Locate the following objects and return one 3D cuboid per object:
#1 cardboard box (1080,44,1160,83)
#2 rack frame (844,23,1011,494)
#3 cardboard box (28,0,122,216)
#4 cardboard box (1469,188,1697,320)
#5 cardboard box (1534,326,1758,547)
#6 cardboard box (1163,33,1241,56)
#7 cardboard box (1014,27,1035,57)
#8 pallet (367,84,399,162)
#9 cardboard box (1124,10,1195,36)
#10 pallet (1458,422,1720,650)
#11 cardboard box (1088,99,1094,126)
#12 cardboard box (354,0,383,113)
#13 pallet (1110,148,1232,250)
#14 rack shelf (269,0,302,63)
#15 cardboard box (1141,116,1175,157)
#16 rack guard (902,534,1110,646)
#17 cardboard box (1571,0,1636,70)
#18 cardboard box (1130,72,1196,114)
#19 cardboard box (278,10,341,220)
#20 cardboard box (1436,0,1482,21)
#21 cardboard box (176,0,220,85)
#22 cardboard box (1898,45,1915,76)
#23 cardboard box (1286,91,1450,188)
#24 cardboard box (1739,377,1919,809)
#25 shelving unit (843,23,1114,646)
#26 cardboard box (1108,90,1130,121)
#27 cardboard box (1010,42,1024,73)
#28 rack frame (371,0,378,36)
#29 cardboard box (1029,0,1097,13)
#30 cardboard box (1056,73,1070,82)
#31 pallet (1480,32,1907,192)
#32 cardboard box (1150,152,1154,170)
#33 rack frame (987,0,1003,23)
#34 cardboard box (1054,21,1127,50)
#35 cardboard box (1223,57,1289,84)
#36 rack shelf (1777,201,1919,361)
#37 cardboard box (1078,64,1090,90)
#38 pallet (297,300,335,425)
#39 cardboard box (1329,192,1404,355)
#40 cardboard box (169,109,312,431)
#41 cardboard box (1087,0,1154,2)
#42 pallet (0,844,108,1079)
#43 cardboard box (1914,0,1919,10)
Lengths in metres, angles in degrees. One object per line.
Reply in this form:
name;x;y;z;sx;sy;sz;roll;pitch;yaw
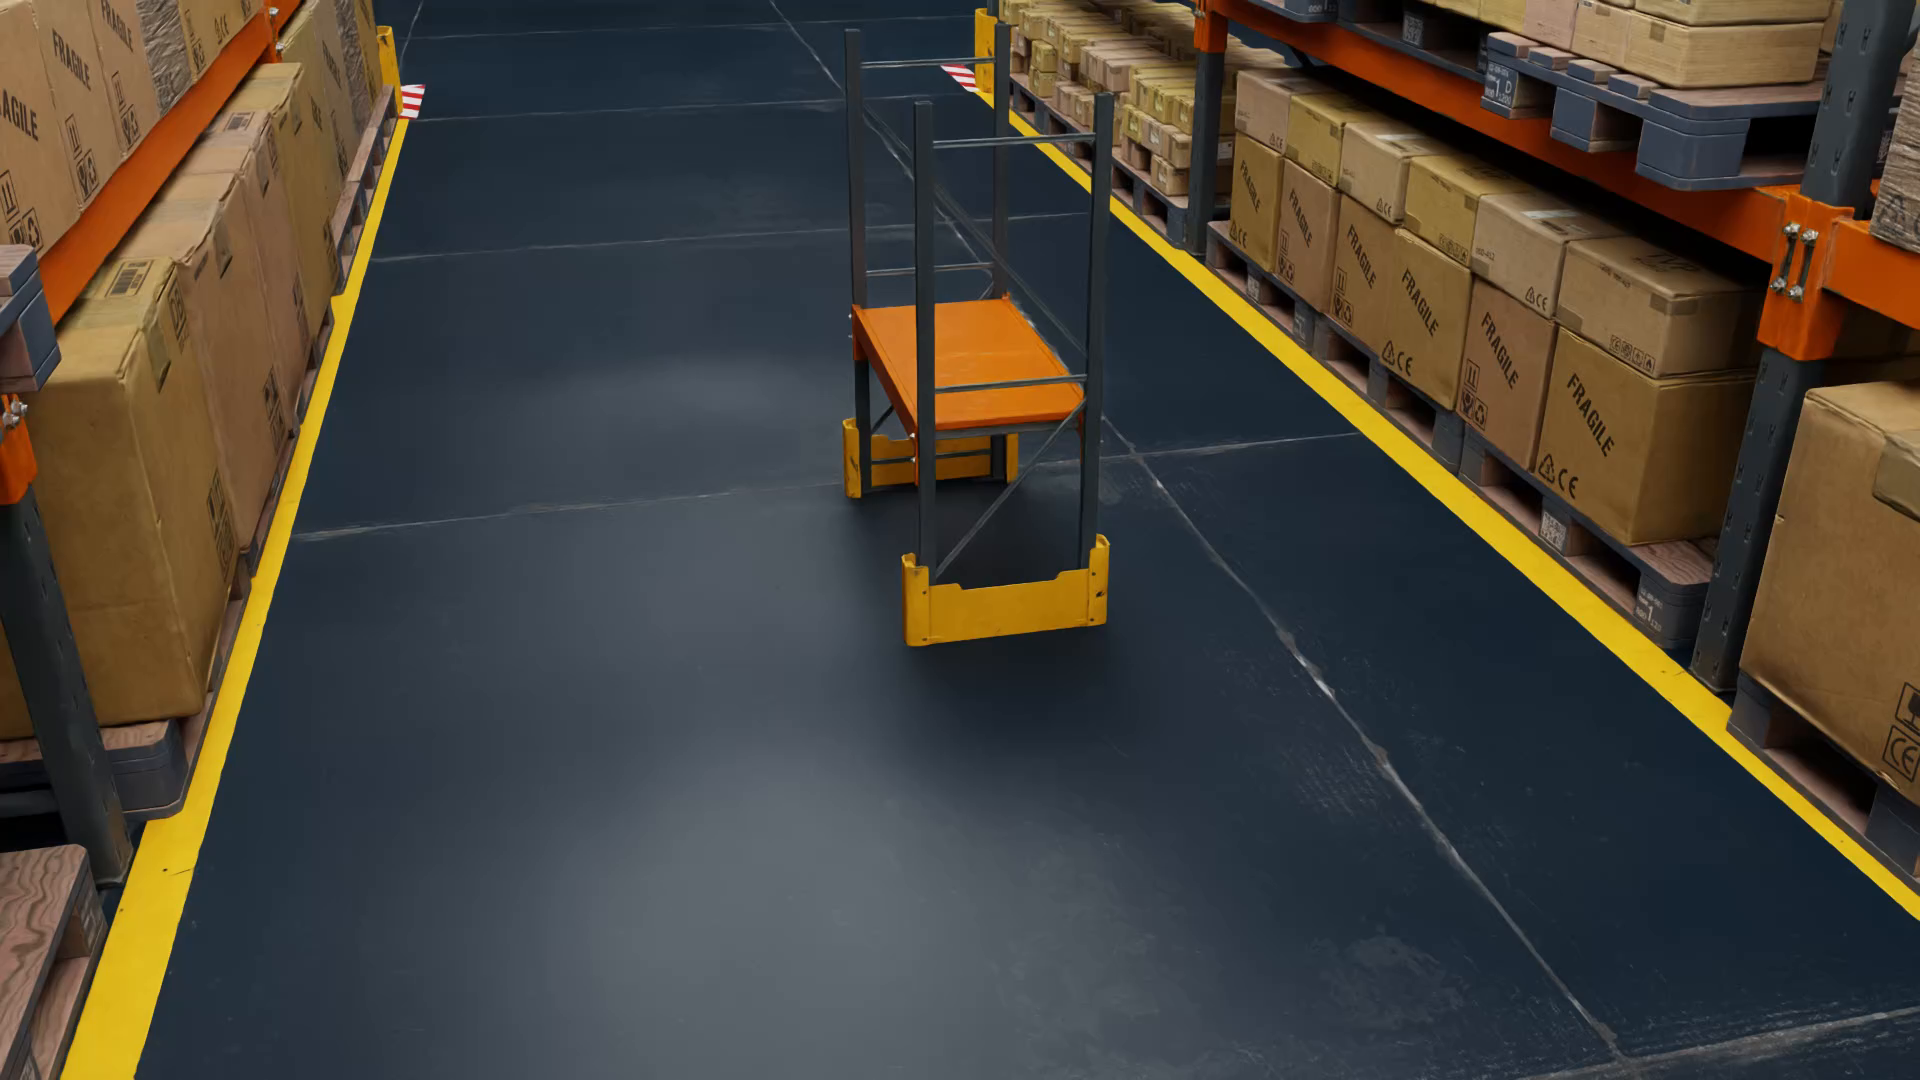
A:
cardboard box;0.883;-2.632;9.174;0.380;0.149;0.250;-7;28;-13
rack frame;-0.095;-0.855;5.280;0.500;1.500;0.032;-6;27;-12
cardboard box;-2.334;-1.054;3.897;0.500;0.500;0.500;-7;28;-13
cardboard box;1.950;-0.902;5.183;0.500;0.250;0.500;-6;27;-11
cardboard box;2.081;-0.335;4.893;0.500;0.500;0.500;-6;27;-12
cardboard box;1.380;-2.798;9.503;0.380;0.149;0.250;-6;27;-11
cardboard box;0.556;-3.179;10.586;0.380;0.149;0.250;-6;27;-12
pallet;-3.917;-2.466;9.901;1.003;0.211;1.213;-6;27;-12
cardboard box;1.227;-3.150;10.199;0.380;0.149;0.250;-7;28;-14
pallet;2.310;-0.099;5.213;1.003;0.211;1.213;-6;27;-12
cardboard box;0.936;-2.385;9.344;0.380;0.149;0.250;-5;27;-11
cardboard box;-3.952;-3.020;9.796;0.875;0.875;0.875;-6;27;-12
pallet;1.397;-1.803;8.589;1.003;0.211;1.213;-6;27;-12
rack shelf;-3.723;-2.855;8.375;1.077;0.370;4.000;-6;27;-12
cardboard box;1.129;-2.028;8.307;0.380;0.149;0.250;-7;28;-14
rack guard;0.129;0.141;4.694;0.587;0.250;0.087;-6;27;-12
cardboard box;1.871;-1.355;4.419;0.380;0.149;0.250;-6;27;-12
cardboard box;1.090;-2.284;8.483;0.380;0.149;0.250;-6;27;-12
cardboard box;-3.343;-1.835;7.448;0.875;0.875;0.875;-6;27;-12
cardboard box;1.698;-1.696;5.094;0.380;0.149;0.250;-7;28;-14
cardboard box;-2.672;-1.718;5.214;0.500;0.500;0.500;-6;27;-12
cardboard box;2.580;-1.293;4.296;0.380;0.149;0.250;-6;27;-12
cardboard box;1.614;-1.579;6.525;0.500;0.250;0.500;-5;27;-10
cardboard box;2.534;0.092;3.769;1.050;0.750;0.750;-6;27;-12
shelving unit;0.017;-0.636;4.846;0.587;1.500;1.083;-6;27;-12
cardboard box;1.014;-2.374;8.992;0.380;0.149;0.250;-5;27;-10
cardboard box;0.487;-3.165;10.890;0.380;0.149;0.250;-5;27;-11
rack frame;-4.174;-4.054;9.952;1.000;3.000;0.127;-6;27;-12
cardboard box;0.648;-3.320;10.537;0.380;0.149;0.250;-5;27;-11
cardboard box;0.790;-2.725;10.017;0.380;0.149;0.250;-6;27;-11
pallet;2.220;-1.217;4.546;1.213;0.211;1.003;-6;27;-12
cardboard box;1.185;-1.932;8.447;0.380;0.149;0.250;-5;27;-10
rack frame;0.681;-4.513;10.862;1.000;3.000;0.127;-6;27;-12
cardboard box;0.770;-2.973;9.849;0.380;0.149;0.250;-5;27;-10
cardboard box;1.517;-2.455;8.822;0.380;0.149;0.250;-7;28;-13
rack shelf;2.935;0.198;2.327;1.077;0.370;4.000;-6;27;-12
cardboard box;0.903;-2.735;9.707;0.380;0.149;0.250;-5;27;-9
pallet;-3.025;-0.722;6.446;1.003;0.211;1.213;-6;27;-12
cardboard box;1.743;-1.017;6.243;0.500;0.500;0.500;-5;27;-11
cardboard box;-2.906;-0.866;5.528;1.225;0.875;0.875;-7;28;-13
cardboard box;1.047;-3.487;10.867;0.380;0.149;0.250;-6;27;-11
pallet;-2.196;1.046;2.943;1.003;0.211;1.213;-6;27;-12
cardboard box;2.571;-1.442;4.260;0.380;0.149;0.250;-5;27;-9
